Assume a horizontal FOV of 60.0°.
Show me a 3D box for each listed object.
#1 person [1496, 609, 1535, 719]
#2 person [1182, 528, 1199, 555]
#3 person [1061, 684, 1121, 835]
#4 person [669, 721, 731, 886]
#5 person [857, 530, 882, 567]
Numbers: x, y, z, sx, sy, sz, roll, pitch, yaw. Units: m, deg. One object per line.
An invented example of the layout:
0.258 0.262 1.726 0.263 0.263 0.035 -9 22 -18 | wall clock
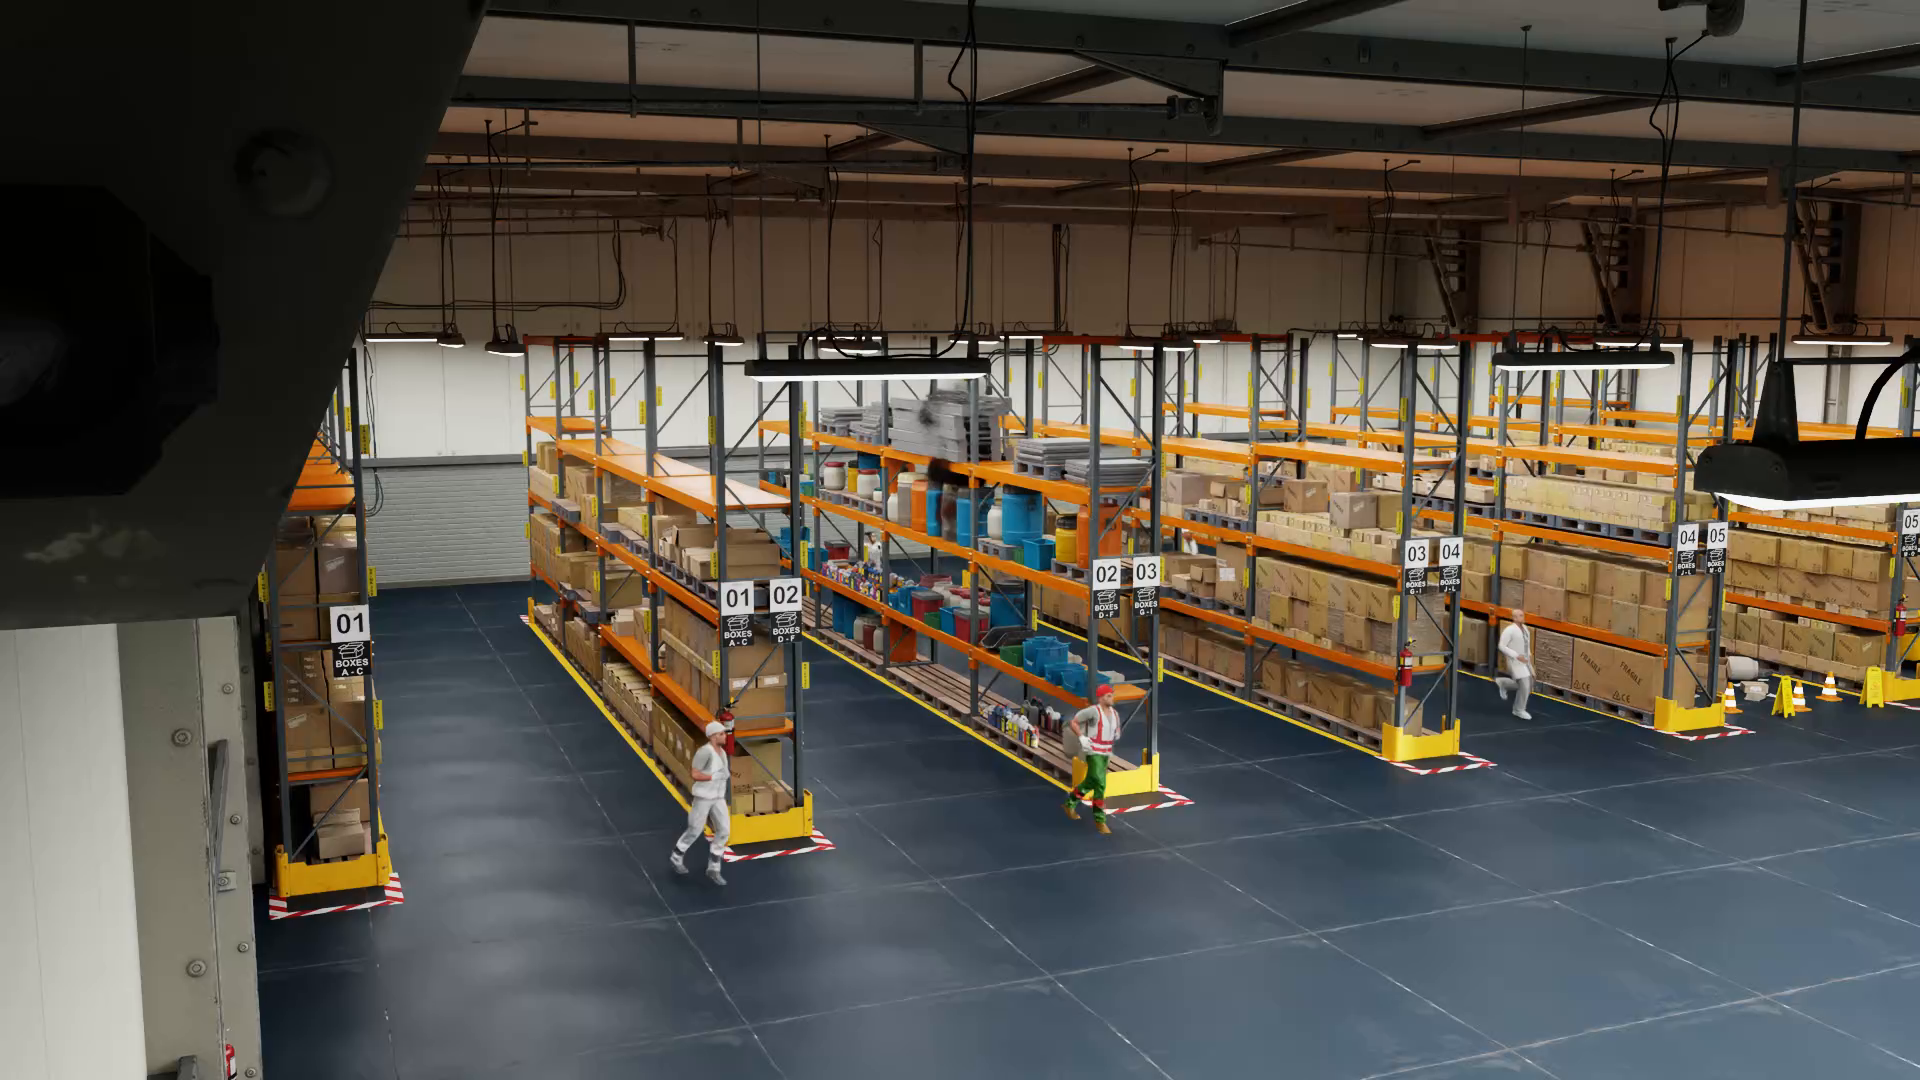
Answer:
8.878 1.981 26.623 0.730 1.678 0.716 -7 10 -42 | person
4.981 0.594 36.609 0.662 1.814 0.891 -2 8 -16 | person
1.729 2.699 20.869 0.856 1.815 0.674 7 10 42 | person
-2.850 2.952 18.912 0.786 1.797 0.665 5 9 33 | person
-1.918 0.629 36.635 0.617 1.736 0.792 -5 9 -32 | person
